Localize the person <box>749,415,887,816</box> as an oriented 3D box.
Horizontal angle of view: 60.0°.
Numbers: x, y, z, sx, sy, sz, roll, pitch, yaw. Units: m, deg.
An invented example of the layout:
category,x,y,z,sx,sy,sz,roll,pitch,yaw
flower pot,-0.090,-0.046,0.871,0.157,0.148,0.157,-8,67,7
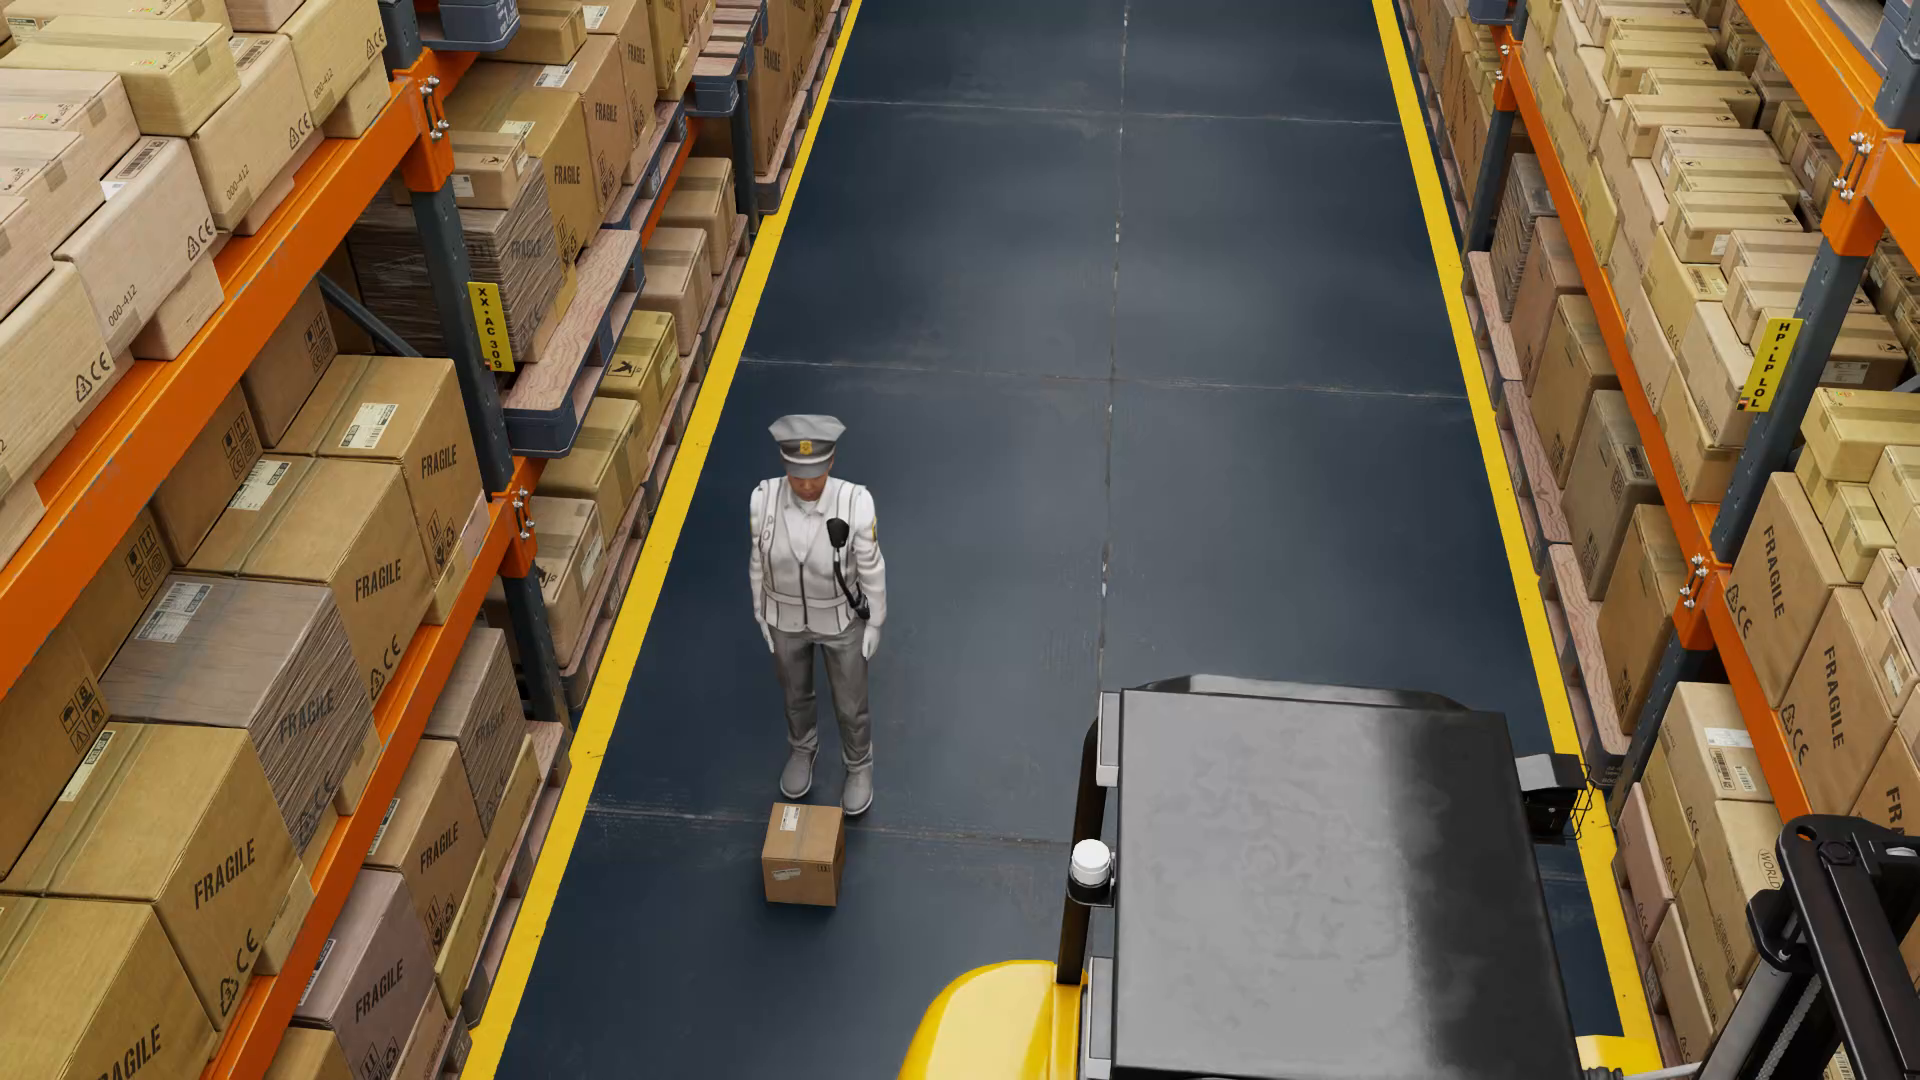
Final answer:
category,x,y,z,sx,sy,sz,roll,pitch,yaw
person,-0.494,0.282,5.813,0.472,1.683,0.350,4,40,5
